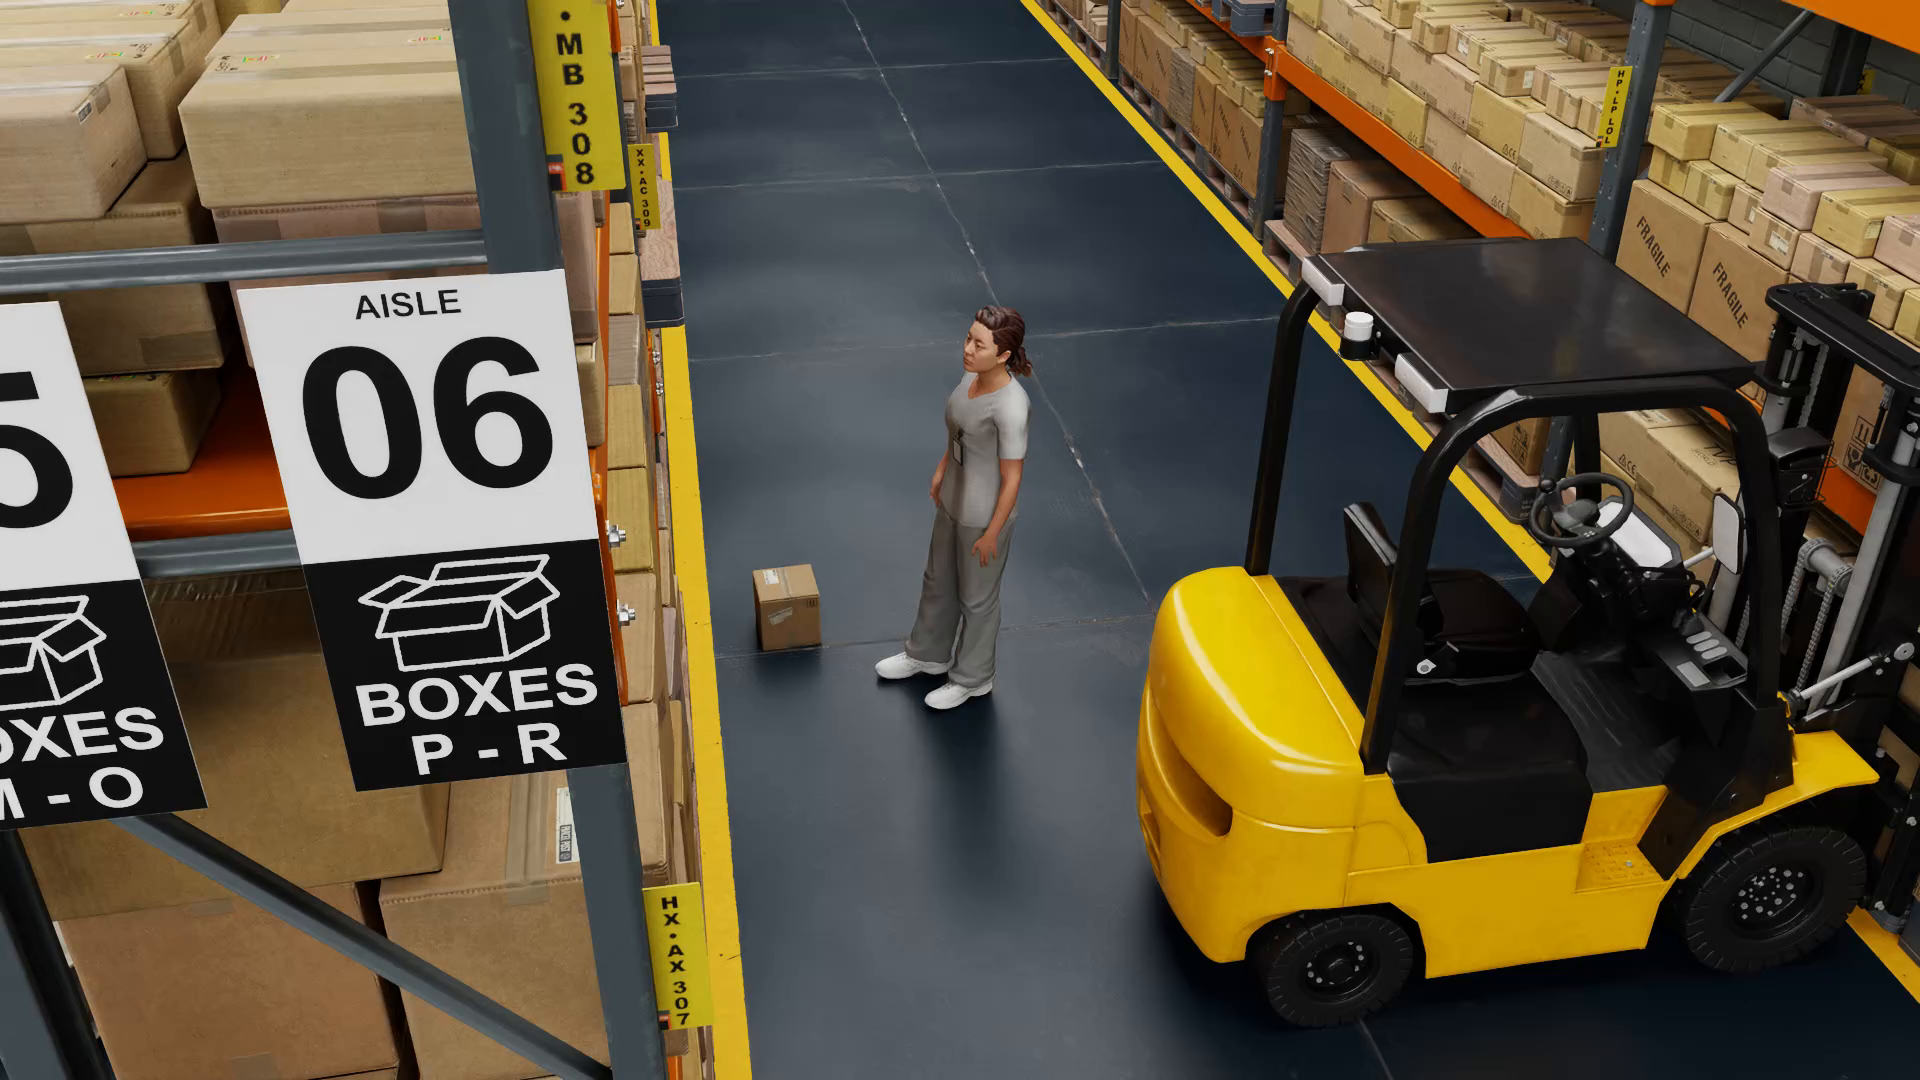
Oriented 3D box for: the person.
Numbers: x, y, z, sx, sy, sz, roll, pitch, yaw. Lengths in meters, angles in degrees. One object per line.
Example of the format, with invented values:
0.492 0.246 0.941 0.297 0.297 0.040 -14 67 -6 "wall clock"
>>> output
-0.004 -0.101 6.285 0.550 1.677 0.550 -12 33 -19 "person"
